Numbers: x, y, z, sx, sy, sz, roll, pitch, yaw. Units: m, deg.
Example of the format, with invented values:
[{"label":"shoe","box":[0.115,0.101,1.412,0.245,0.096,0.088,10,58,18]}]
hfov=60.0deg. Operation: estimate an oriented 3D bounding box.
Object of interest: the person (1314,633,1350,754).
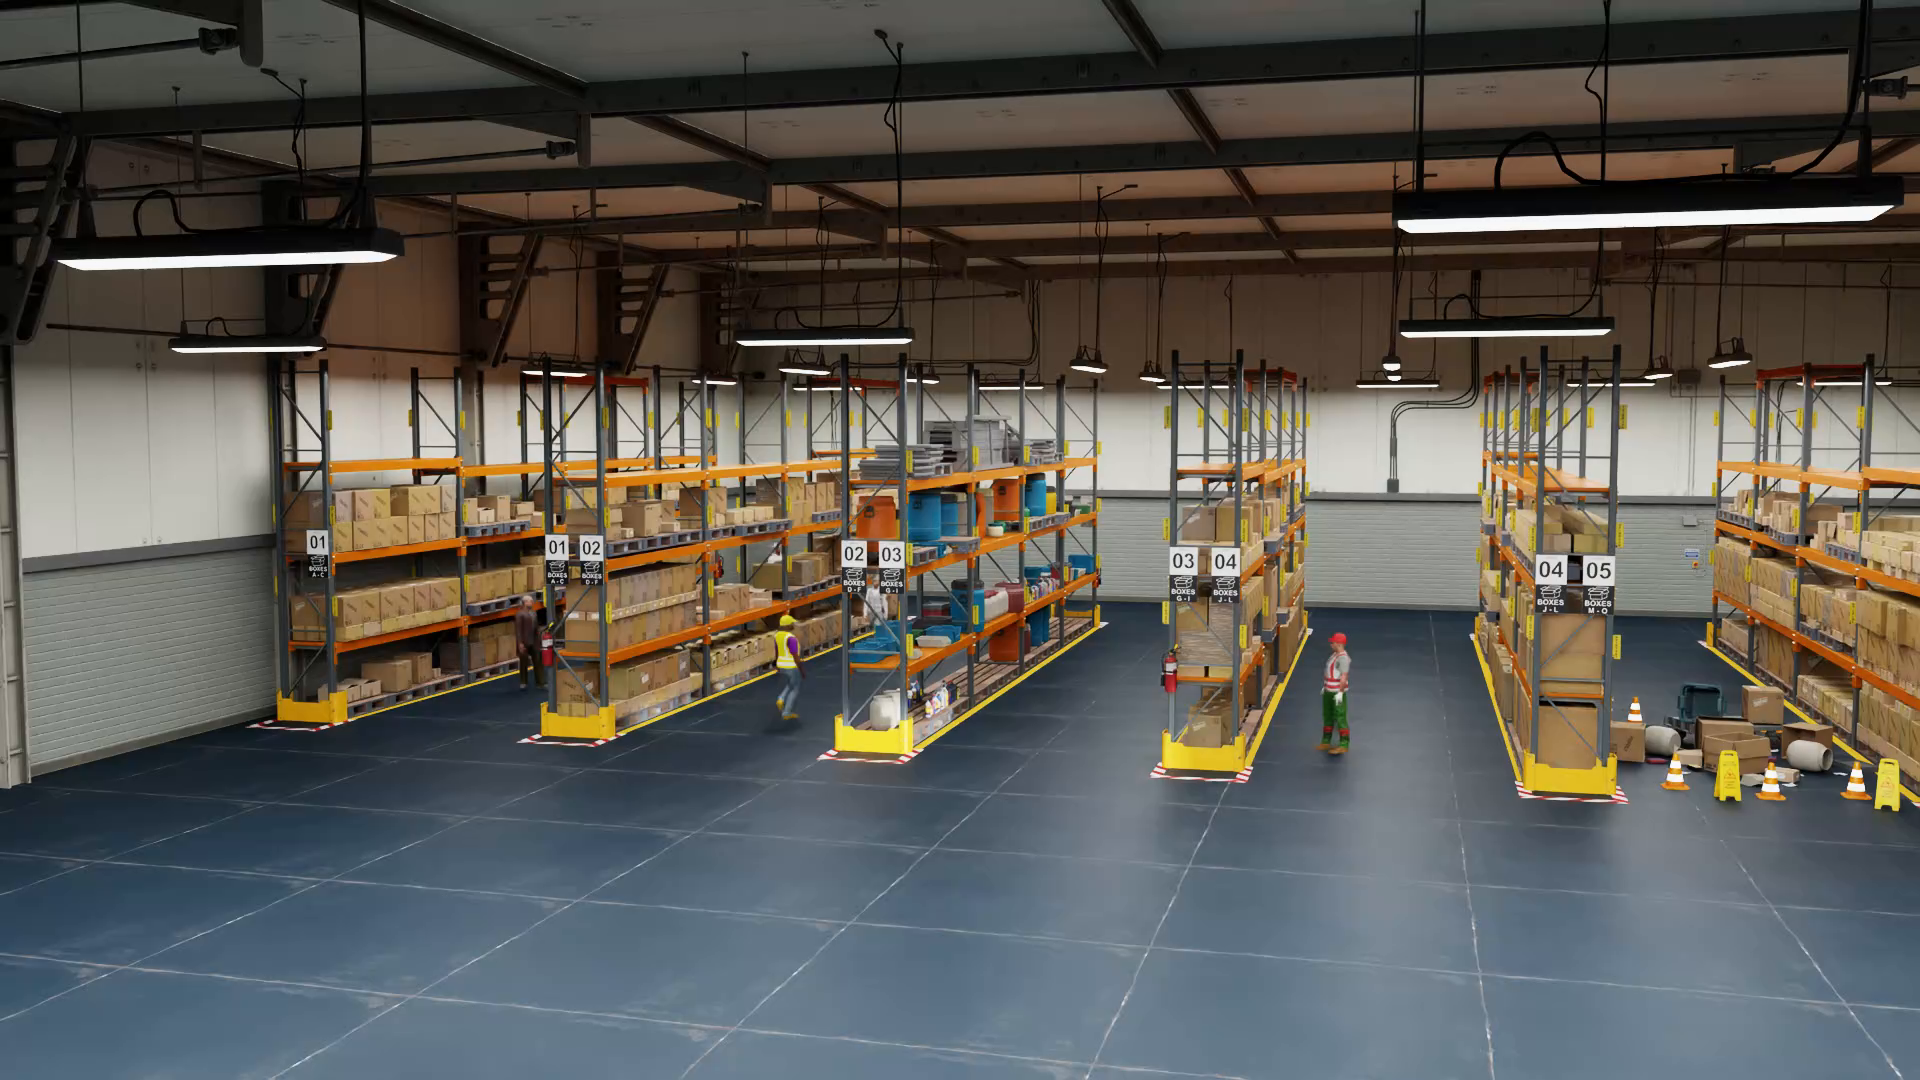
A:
[{"label":"person","box":[5.648,2.297,25.128,0.474,1.784,0.573,-2,4,-22]}]

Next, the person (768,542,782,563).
[{"label":"person","box":[-4.797,0.938,44.029,0.472,1.758,0.591,2,4,23]}]

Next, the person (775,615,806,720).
[{"label":"person","box":[-2.778,2.089,27.509,0.497,1.721,0.588,-4,5,-41]}]

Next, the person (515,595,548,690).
[{"label":"person","box":[-7.967,1.906,30.749,0.658,1.769,0.626,4,6,44]}]

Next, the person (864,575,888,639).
[{"label":"person","box":[-1.843,1.573,36.175,0.490,1.642,0.993,1,4,19]}]
